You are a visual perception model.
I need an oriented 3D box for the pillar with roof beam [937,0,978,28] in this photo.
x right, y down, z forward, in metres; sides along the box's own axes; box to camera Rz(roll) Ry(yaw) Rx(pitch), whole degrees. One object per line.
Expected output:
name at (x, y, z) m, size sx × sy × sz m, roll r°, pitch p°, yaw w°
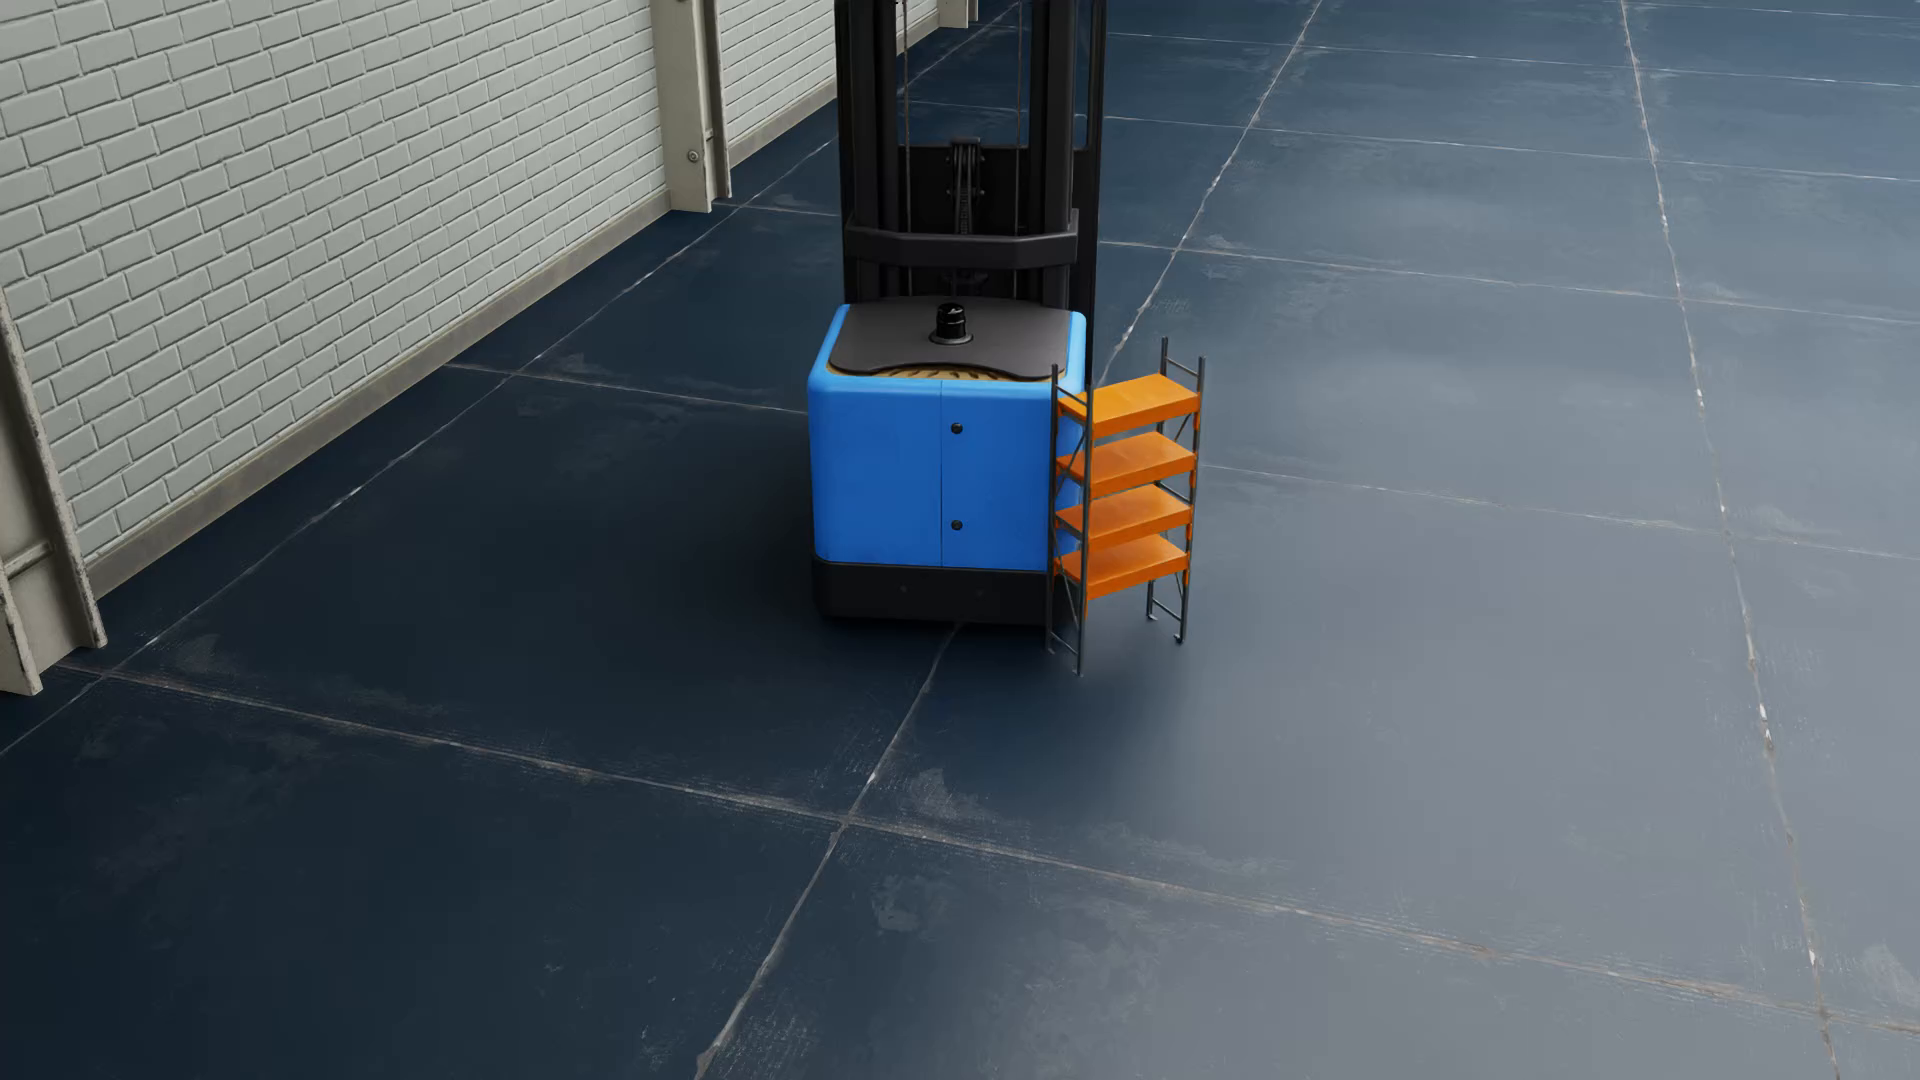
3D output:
pillar with roof beam at (4.089, -8.426, 13.140) m, size 9.100 × 9.000 × 0.400 m, roll 8°, pitch 30°, yaw 15°

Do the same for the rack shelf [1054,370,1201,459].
rack shelf at (0.604, -0.459, 6.031) m, size 0.480 × 0.148 × 0.258 m, roll -16°, pitch 32°, yaw -27°

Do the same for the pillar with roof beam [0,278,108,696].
pillar with roof beam at (0.567, -2.850, 3.116) m, size 9.100 × 9.000 × 0.400 m, roll 8°, pitch 30°, yaw 15°

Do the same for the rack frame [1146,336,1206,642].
rack frame at (0.815, -0.176, 6.329) m, size 0.015 × 1.200 × 0.240 m, roll -16°, pitch 32°, yaw -27°

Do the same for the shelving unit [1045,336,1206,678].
shelving unit at (0.606, -0.115, 6.219) m, size 0.503 × 1.200 × 0.258 m, roll -16°, pitch 32°, yaw -27°

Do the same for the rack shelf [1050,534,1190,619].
rack shelf at (0.607, 0.119, 6.347) m, size 0.480 × 0.148 × 0.258 m, roll -16°, pitch 32°, yaw -27°

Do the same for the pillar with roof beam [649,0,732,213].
pillar with roof beam at (2.328, -5.638, 8.128) m, size 9.100 × 9.000 × 0.400 m, roll 8°, pitch 30°, yaw 15°

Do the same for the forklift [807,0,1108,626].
forklift at (0.065, -1.632, 7.169) m, size 1.130 × 2.935 × 3.031 m, roll 3°, pitch 29°, yaw 4°

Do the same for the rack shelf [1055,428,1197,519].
rack shelf at (0.605, -0.252, 6.144) m, size 0.480 × 0.148 × 0.258 m, roll -16°, pitch 32°, yaw -27°

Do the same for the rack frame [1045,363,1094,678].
rack frame at (0.397, -0.053, 6.109) m, size 0.015 × 1.200 × 0.240 m, roll -16°, pitch 32°, yaw -27°

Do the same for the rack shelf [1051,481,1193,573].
rack shelf at (0.606, -0.056, 6.251) m, size 0.480 × 0.148 × 0.258 m, roll -16°, pitch 32°, yaw -27°
